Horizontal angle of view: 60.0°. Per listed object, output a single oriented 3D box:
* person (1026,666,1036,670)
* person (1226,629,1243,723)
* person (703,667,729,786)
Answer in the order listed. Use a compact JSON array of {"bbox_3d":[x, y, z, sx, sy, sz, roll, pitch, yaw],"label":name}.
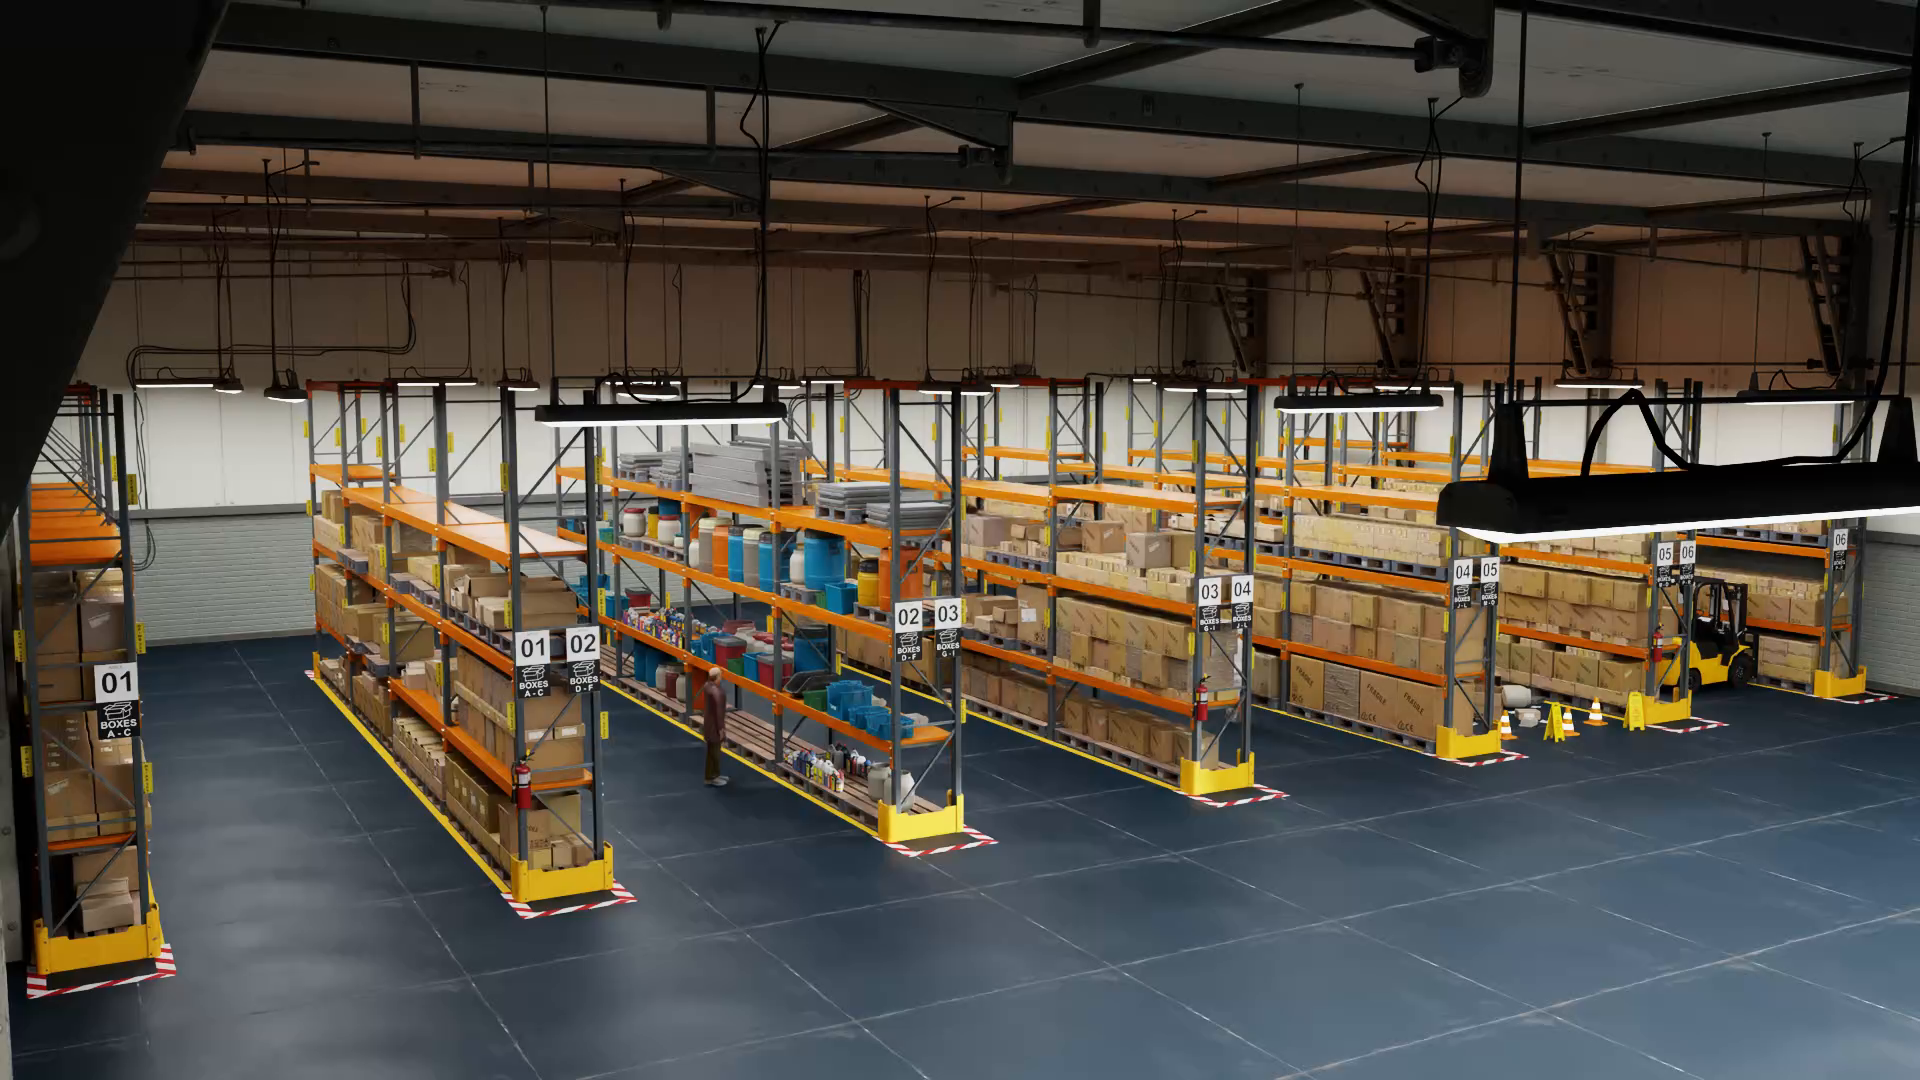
[{"bbox_3d":[1.161,1.765,32.934,0.578,1.571,0.950,-3,7,-25],"label":"person"},{"bbox_3d":[4.797,2.345,29.129,0.556,1.775,0.725,0,6,4],"label":"person"},{"bbox_3d":[-3.657,2.790,24.958,0.398,1.793,0.602,-2,6,-14],"label":"person"}]
